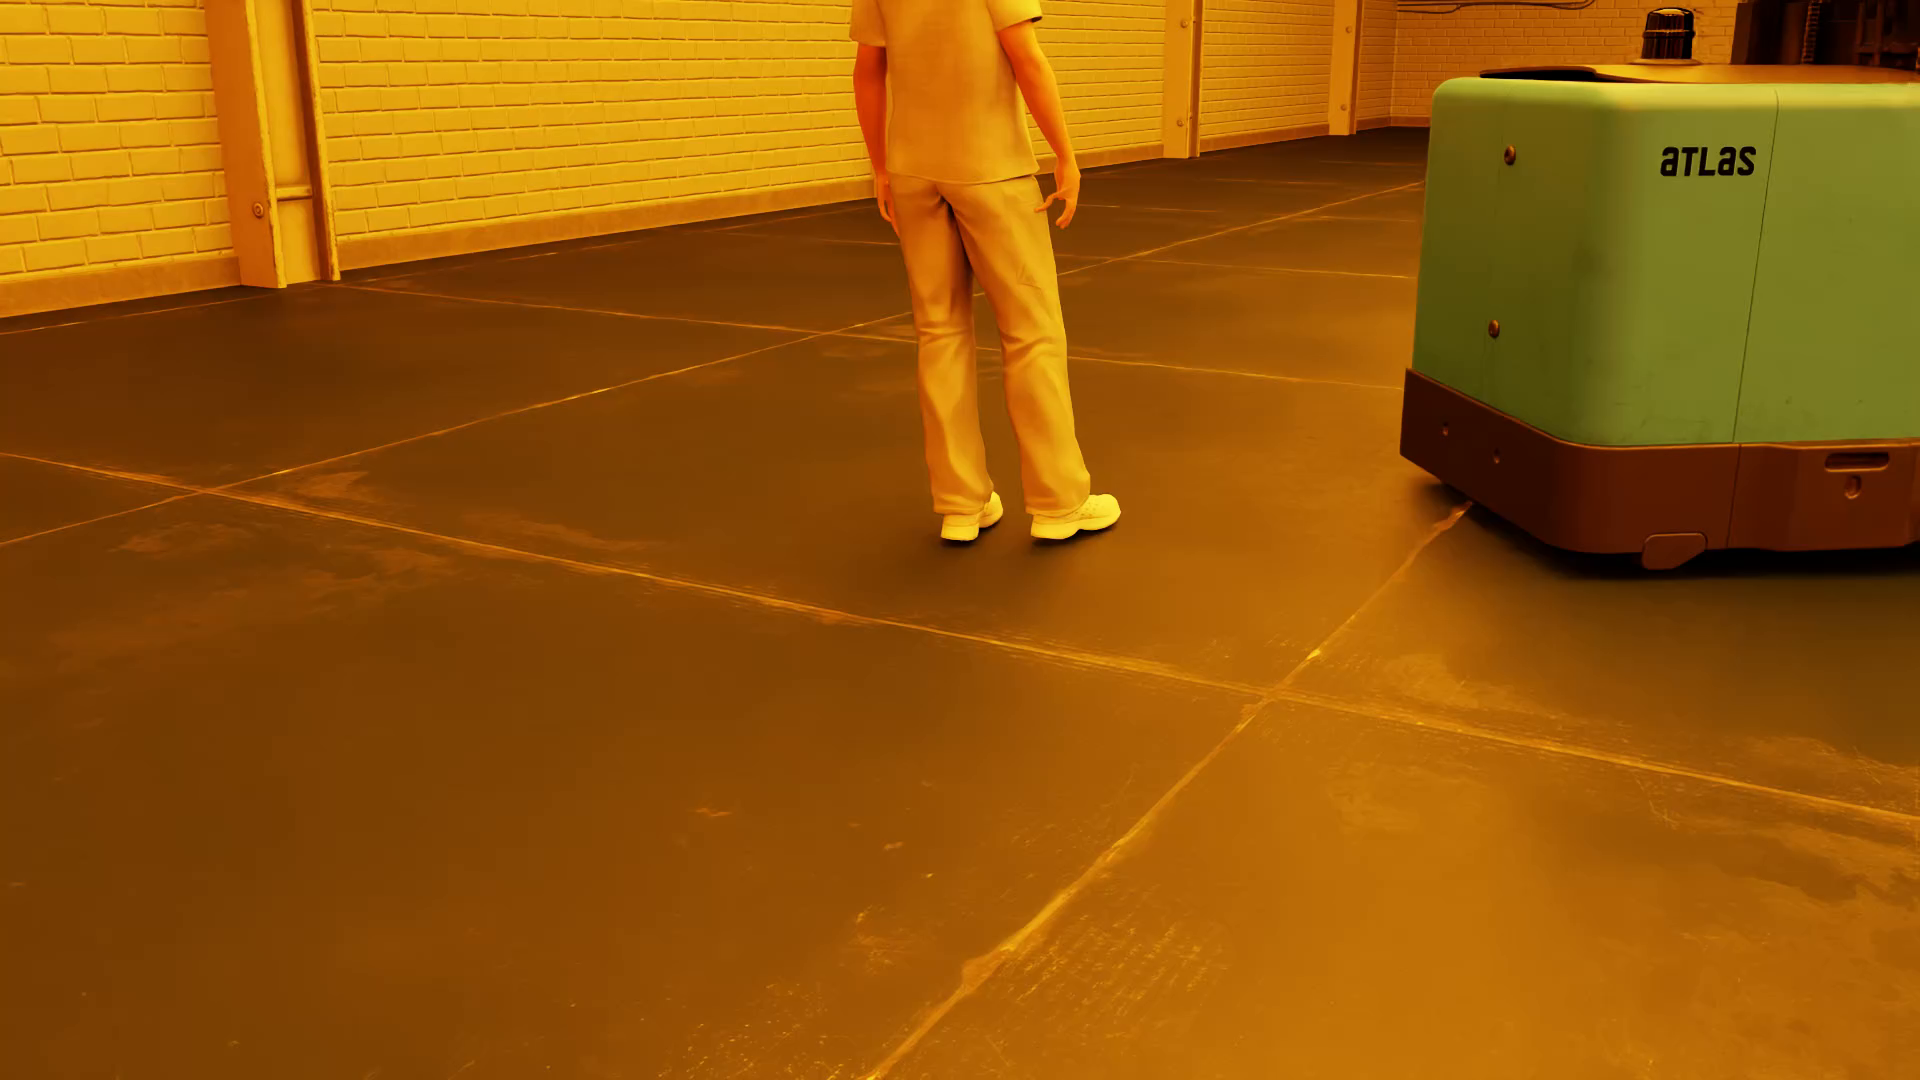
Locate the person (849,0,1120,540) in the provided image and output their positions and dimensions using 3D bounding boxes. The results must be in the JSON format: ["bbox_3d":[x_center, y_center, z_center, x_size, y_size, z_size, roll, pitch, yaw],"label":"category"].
[{"bbox_3d":[0.048,-0.821,3.859,0.549,1.661,0.548,9,19,28],"label":"person"}]

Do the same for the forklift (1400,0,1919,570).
[{"bbox_3d":[2.770,-1.504,3.958,3.031,2.935,1.130,-2,17,-7],"label":"forklift"}]
